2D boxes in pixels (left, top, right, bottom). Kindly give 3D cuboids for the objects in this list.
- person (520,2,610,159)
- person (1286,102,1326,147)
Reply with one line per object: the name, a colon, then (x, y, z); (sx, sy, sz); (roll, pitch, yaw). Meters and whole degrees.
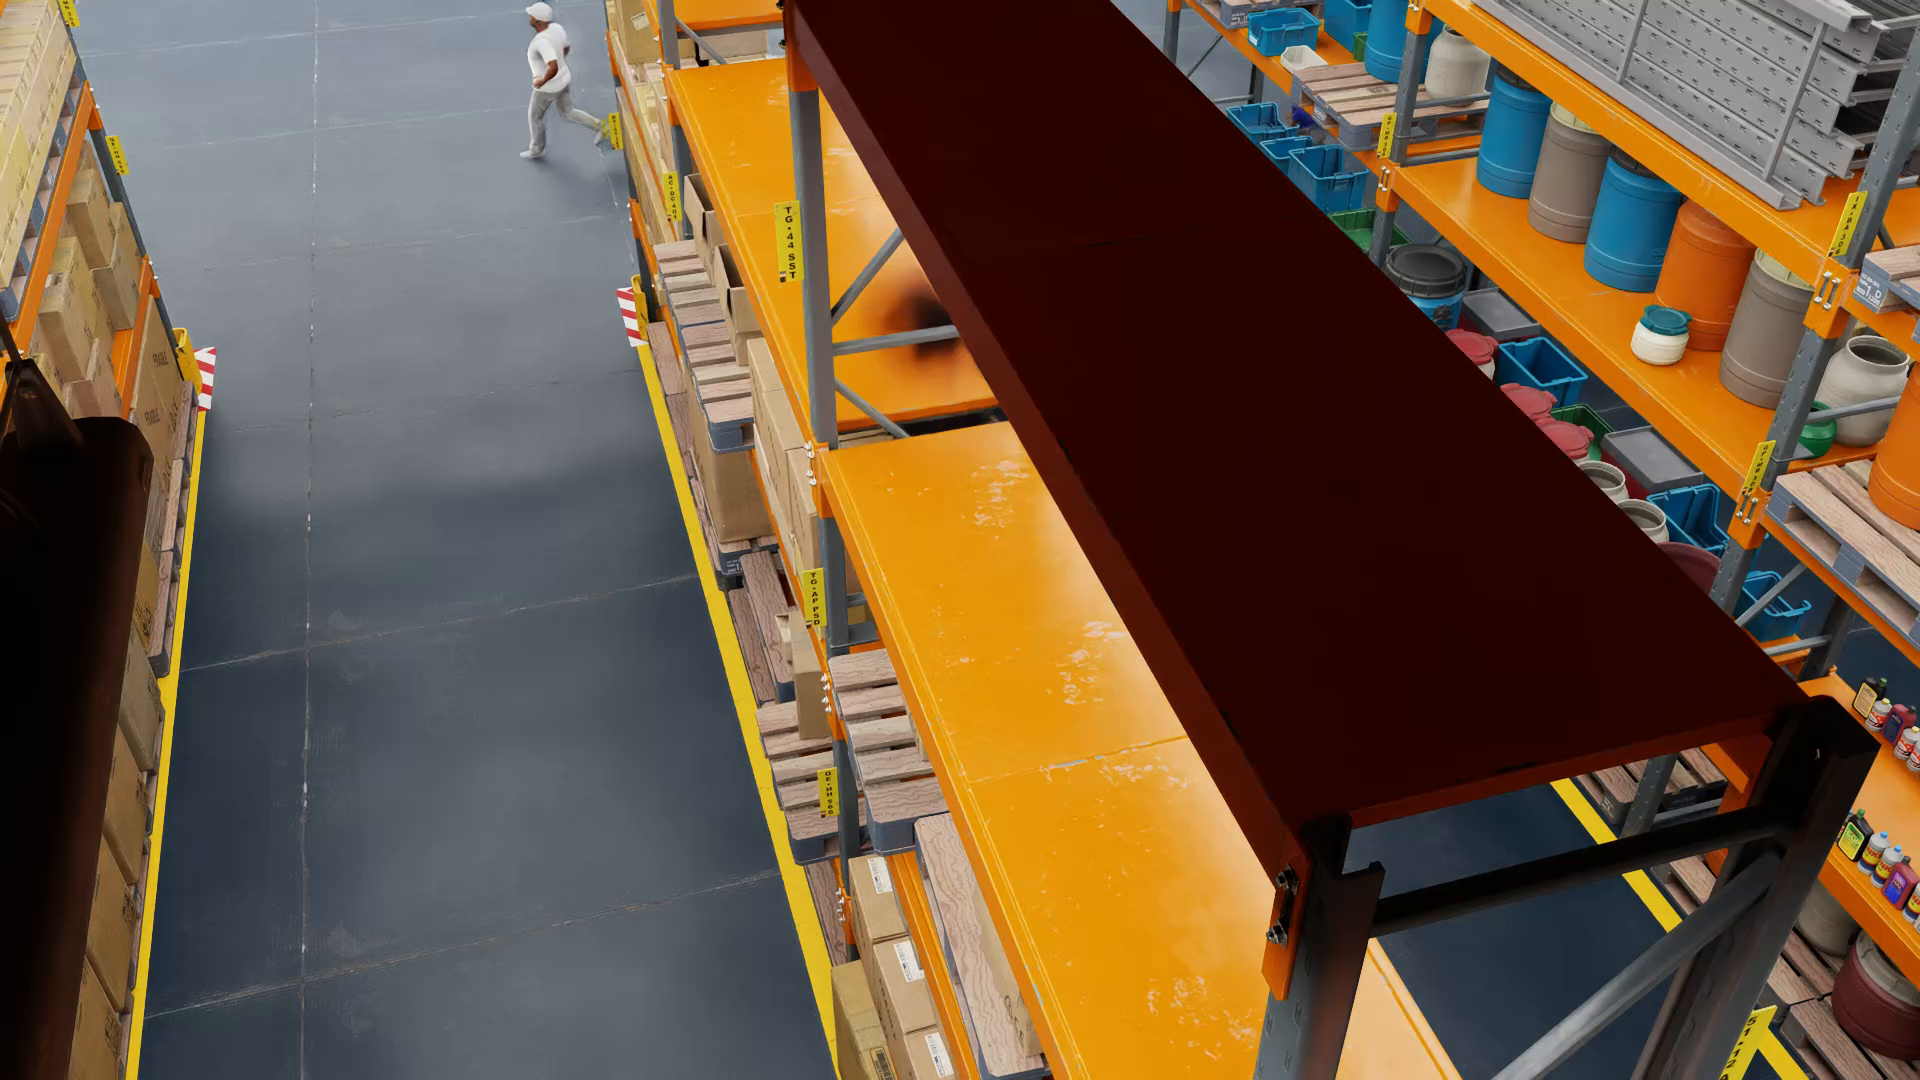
person: (-4.253, -4.798, 17.510); (1.090, 1.757, 0.672); (13, 40, 16)
person: (3.454, -3.963, 16.509); (0.918, 1.640, 0.628); (30, 47, 33)
